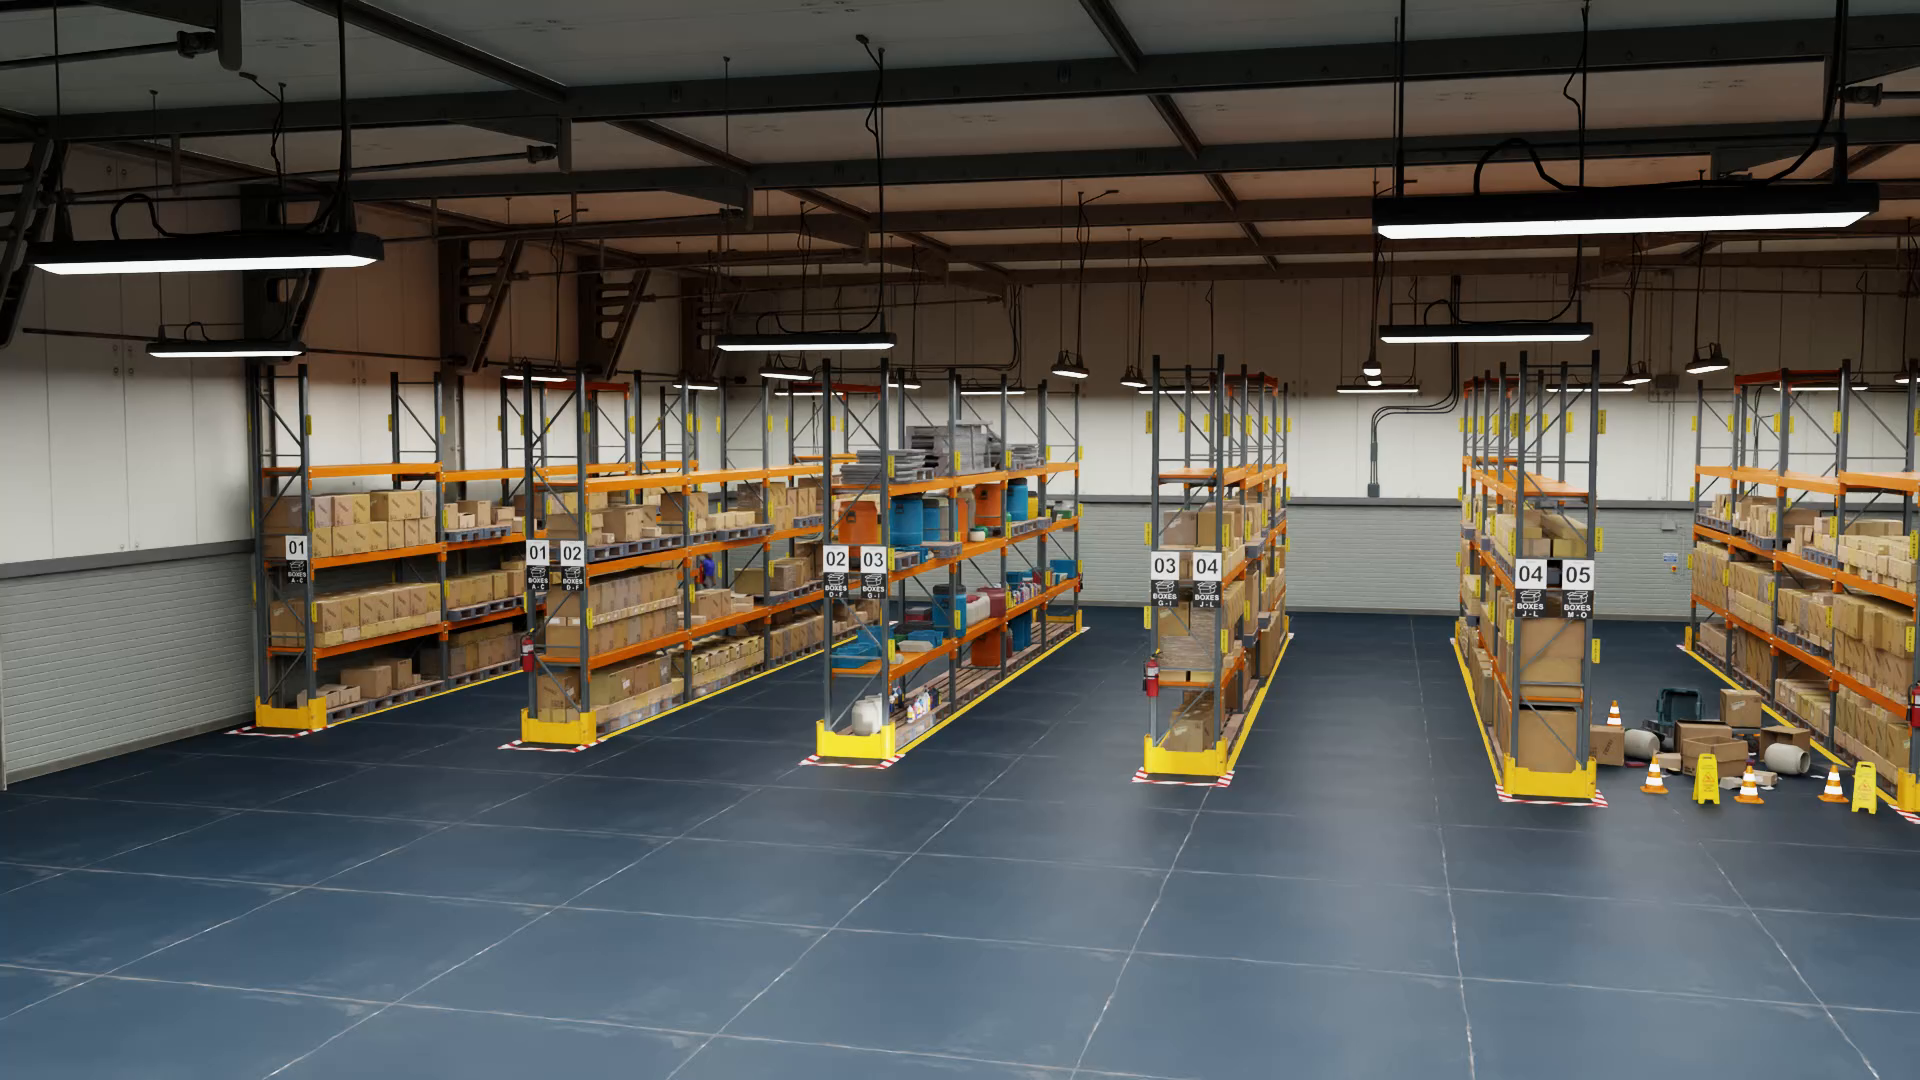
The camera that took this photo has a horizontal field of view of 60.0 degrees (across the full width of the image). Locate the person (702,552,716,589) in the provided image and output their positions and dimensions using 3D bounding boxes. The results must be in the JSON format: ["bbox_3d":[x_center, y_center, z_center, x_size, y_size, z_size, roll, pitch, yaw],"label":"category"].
[{"bbox_3d":[-6.695,1.108,44.408,0.407,1.674,0.474,1,4,14],"label":"person"}]
